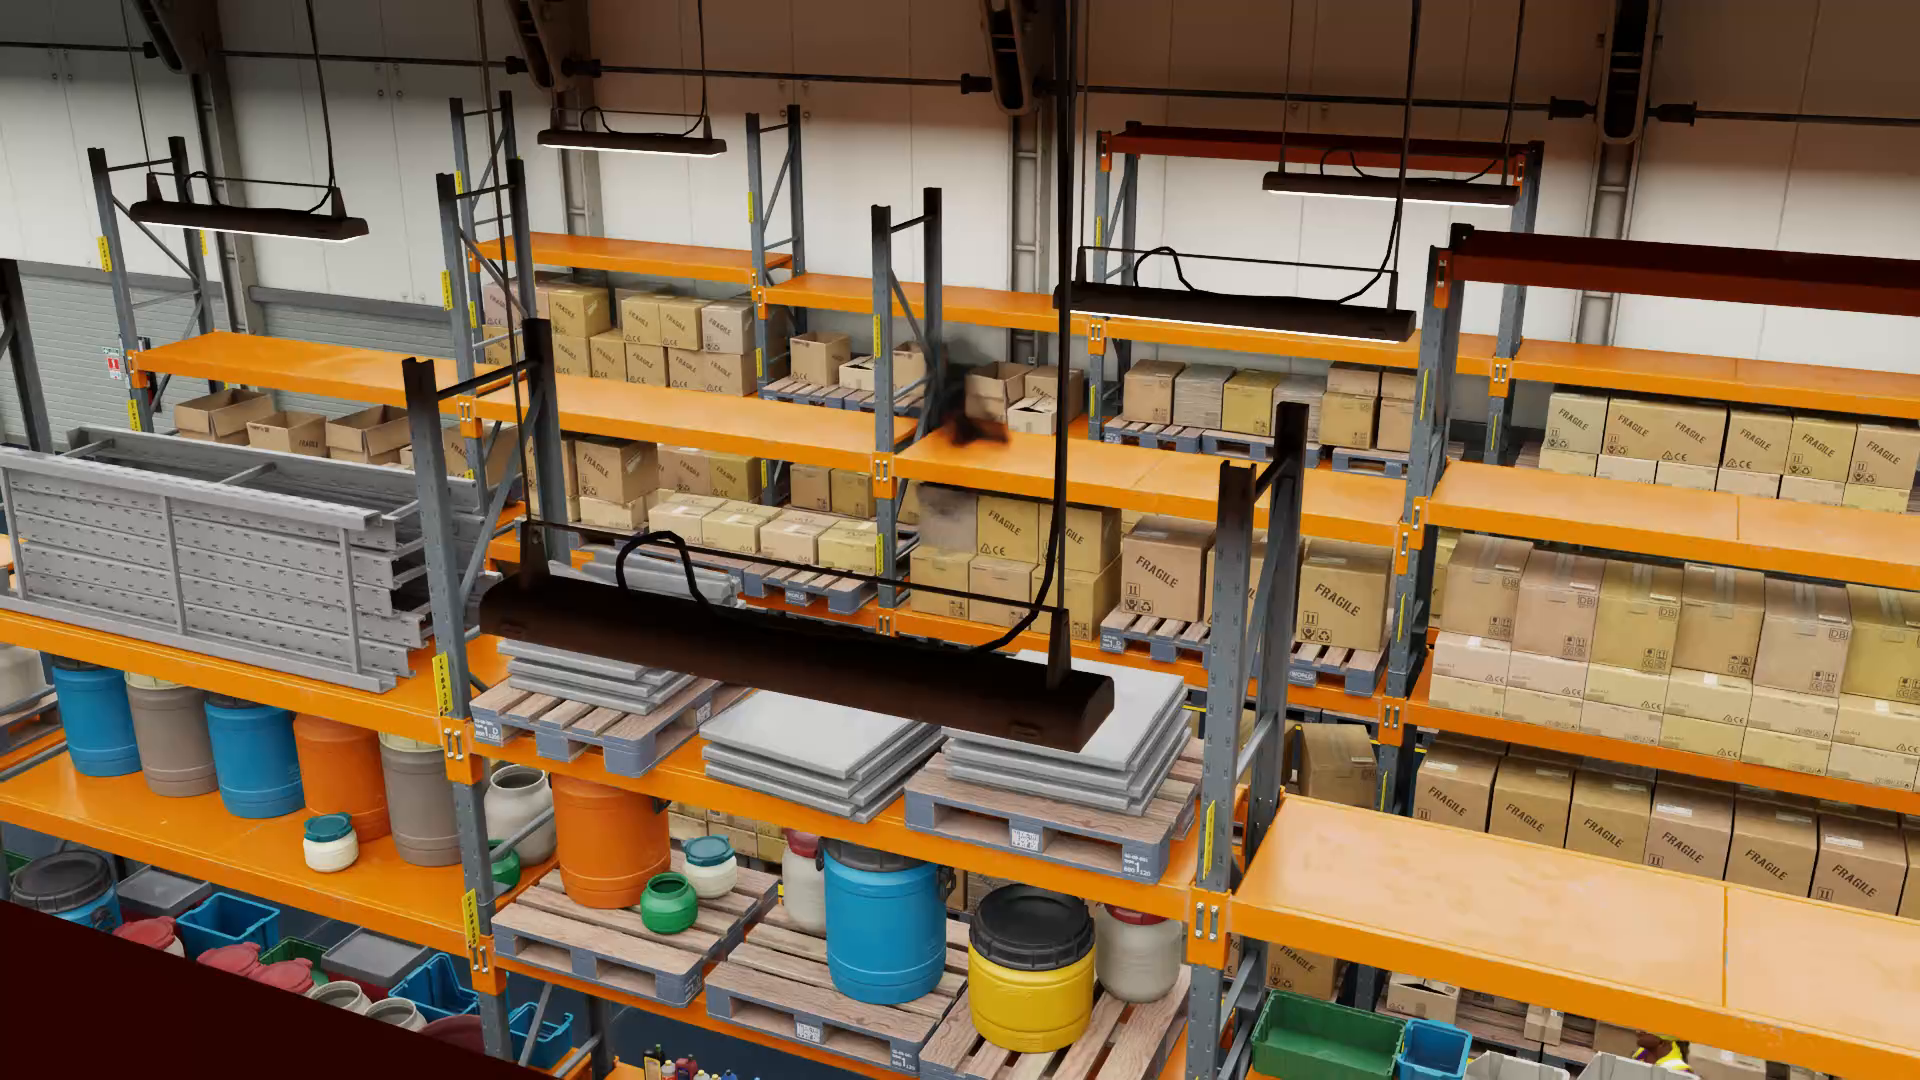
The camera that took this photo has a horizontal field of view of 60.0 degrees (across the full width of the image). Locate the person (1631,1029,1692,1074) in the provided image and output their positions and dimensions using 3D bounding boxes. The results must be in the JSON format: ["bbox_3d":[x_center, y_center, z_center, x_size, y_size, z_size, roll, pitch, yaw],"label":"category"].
[{"bbox_3d":[4.356,3.695,10.345,0.935,1.795,0.677,5,21,13],"label":"person"}]
